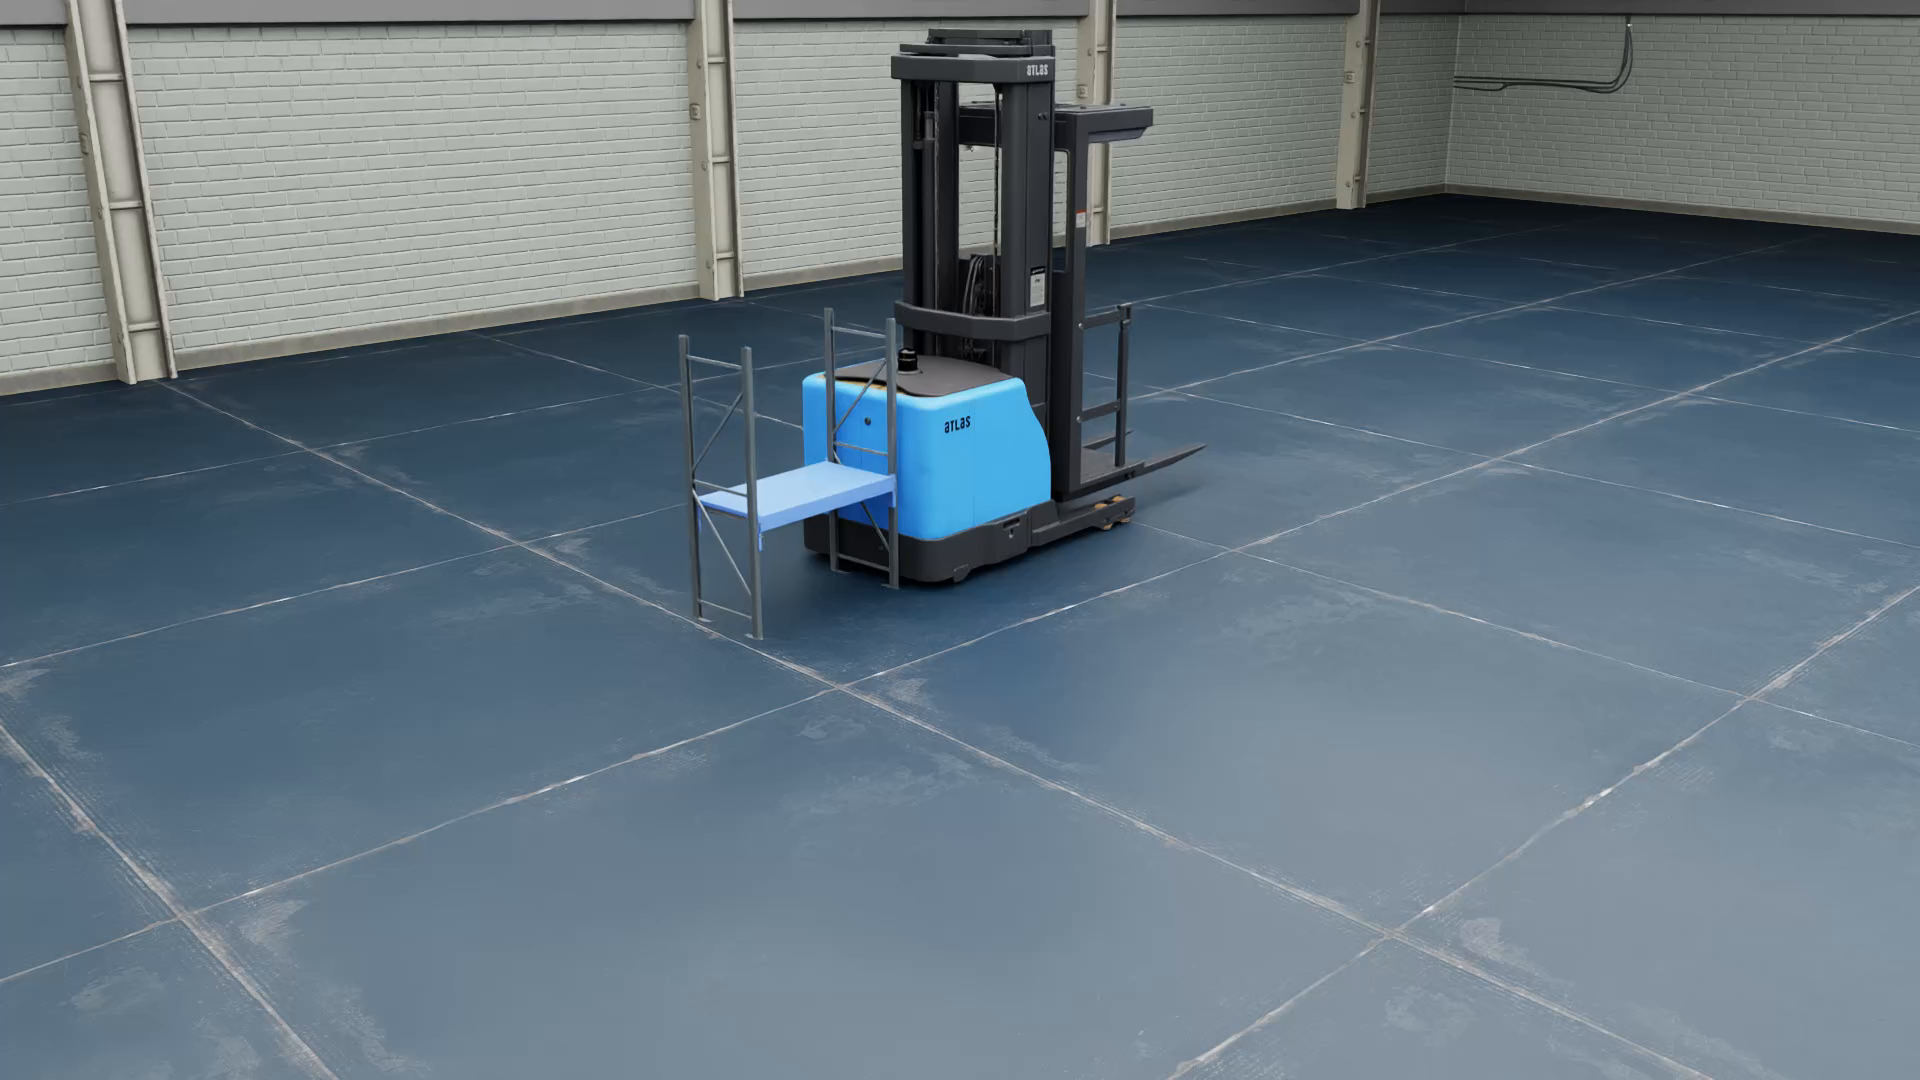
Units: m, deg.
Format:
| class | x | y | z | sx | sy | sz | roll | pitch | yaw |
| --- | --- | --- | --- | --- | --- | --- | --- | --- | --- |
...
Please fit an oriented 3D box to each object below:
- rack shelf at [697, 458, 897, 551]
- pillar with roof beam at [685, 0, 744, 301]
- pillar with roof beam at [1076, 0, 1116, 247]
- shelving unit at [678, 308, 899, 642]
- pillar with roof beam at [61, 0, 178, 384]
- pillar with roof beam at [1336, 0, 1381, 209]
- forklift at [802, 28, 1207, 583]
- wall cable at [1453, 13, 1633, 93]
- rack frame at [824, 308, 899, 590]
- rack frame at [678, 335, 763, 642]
| class | x | y | z | sx | sy | sz | roll | pitch | yaw |
| --- | --- | --- | --- | --- | --- | --- | --- | --- | --- |
| rack shelf | -0.867 | -0.200 | 8.754 | 0.538 | 0.185 | 1.000 | 15 | 23 | 38 |
| pillar with roof beam | 0.346 | -5.978 | 13.832 | 0.400 | 9.000 | 9.100 | -16 | 24 | -41 |
| pillar with roof beam | 4.705 | -7.249 | 17.753 | 0.400 | 9.000 | 9.100 | -16 | 24 | -41 |
| shelving unit | -0.867 | -0.371 | 8.698 | 0.538 | 1.500 | 1.048 | 15 | 23 | 38 |
| pillar with roof beam | -4.014 | -4.707 | 9.911 | 0.400 | 9.000 | 9.100 | -16 | 24 | -41 |
| pillar with roof beam | 9.065 | -8.521 | 21.675 | 0.400 | 9.000 | 9.100 | -16 | 24 | -41 |
| forklift | 0.435 | -1.542 | 9.989 | 1.130 | 2.935 | 3.031 | 15 | 23 | 38 |
| wall cable | 9.156 | -8.336 | 26.140 | 0.112 | 2.526 | 3.097 | -16 | 24 | -41 |
| rack frame | -0.536 | -0.490 | 9.065 | 0.500 | 1.500 | 0.032 | 15 | 23 | 38 |
| rack frame | -1.198 | -0.252 | 8.331 | 0.500 | 1.500 | 0.032 | 15 | 23 | 38 |
